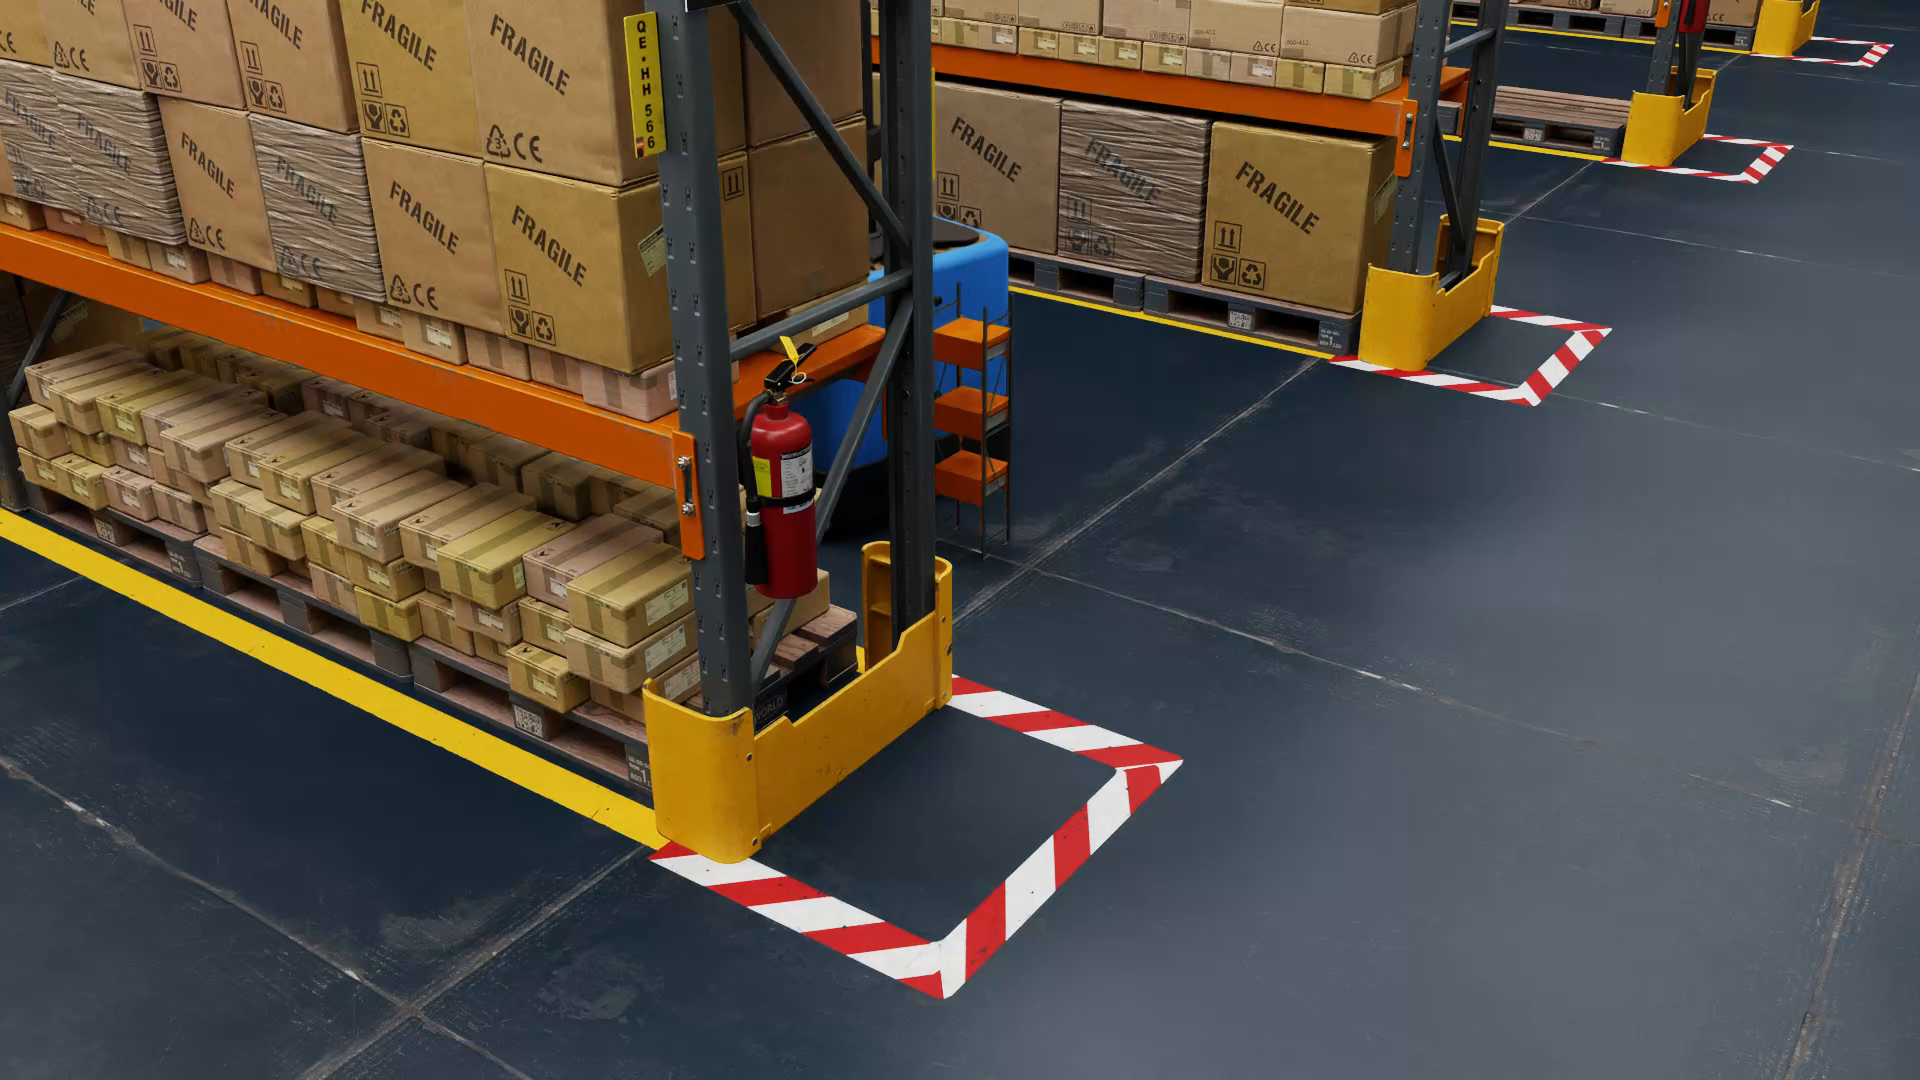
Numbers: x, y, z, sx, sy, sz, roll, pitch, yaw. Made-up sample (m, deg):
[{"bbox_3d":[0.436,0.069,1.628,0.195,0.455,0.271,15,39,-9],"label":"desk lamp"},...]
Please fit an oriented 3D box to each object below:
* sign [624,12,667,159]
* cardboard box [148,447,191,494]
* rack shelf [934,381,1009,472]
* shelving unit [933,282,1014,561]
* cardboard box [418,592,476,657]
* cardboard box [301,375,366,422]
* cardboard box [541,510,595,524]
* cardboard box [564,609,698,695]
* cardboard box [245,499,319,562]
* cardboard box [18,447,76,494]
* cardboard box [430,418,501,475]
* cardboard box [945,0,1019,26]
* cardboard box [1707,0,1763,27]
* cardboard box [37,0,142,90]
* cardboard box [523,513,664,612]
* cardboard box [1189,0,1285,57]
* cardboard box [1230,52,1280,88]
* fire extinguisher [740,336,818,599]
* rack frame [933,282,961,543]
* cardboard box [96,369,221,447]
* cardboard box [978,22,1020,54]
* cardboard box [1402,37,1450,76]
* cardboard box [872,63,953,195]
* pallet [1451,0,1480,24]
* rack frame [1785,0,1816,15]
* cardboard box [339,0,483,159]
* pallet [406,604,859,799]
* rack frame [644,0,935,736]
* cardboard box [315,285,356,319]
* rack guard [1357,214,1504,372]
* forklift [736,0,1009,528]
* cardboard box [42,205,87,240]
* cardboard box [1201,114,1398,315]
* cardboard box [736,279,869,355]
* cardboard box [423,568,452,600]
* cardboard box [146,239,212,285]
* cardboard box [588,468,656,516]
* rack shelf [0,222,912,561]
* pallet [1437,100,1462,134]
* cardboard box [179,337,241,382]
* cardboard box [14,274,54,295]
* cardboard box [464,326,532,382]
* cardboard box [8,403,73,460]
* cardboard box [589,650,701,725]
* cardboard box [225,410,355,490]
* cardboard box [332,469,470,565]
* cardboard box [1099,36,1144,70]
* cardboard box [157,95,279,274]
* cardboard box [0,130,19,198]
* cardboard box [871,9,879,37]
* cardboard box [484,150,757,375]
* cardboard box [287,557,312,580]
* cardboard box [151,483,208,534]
[{"bbox_3d":[-0.741,-1.071,3.923,0.005,0.325,0.100,17,32,30],"label":"sign"},{"bbox_3d":[-2.889,-0.330,6.443,0.250,0.149,0.380,16,31,28],"label":"cardboard box"},{"bbox_3d":[0.044,-0.445,6.490,0.240,0.259,0.215,17,32,30],"label":"rack shelf"},{"bbox_3d":[0.044,-0.454,6.485,0.252,1.050,0.215,17,32,30],"label":"shelving unit"},{"bbox_3d":[-1.612,0.223,5.686,0.250,0.149,0.380,18,32,31],"label":"cardboard box"},{"bbox_3d":[-2.380,-0.589,6.624,0.250,0.149,0.380,16,31,28],"label":"cardboard box"},{"bbox_3d":[-1.293,-0.124,6.039,0.250,0.149,0.380,18,32,32],"label":"cardboard box"},{"bbox_3d":[-1.007,0.305,5.195,0.250,0.149,0.380,16,31,29],"label":"cardboard box"},{"bbox_3d":[-2.314,-0.089,5.970,0.250,0.149,0.380,18,32,31],"label":"cardboard box"},{"bbox_3d":[-3.590,-0.347,6.805,0.250,0.149,0.380,16,31,28],"label":"cardboard box"},{"bbox_3d":[-1.746,-0.391,6.235,0.250,0.149,0.380,18,32,31],"label":"cardboard box"},{"bbox_3d":[0.260,-3.059,9.291,0.500,0.250,0.500,18,32,32],"label":"cardboard box"},{"bbox_3d":[7.505,-5.277,16.084,0.500,0.500,0.500,17,32,30],"label":"cardboard box"},{"bbox_3d":[-2.640,-1.791,5.422,0.500,0.500,0.500,18,32,31],"label":"cardboard box"},{"bbox_3d":[-1.165,0.074,5.321,0.250,0.149,0.380,18,32,31],"label":"cardboard box"},{"bbox_3d":[1.513,-2.667,8.520,0.500,0.250,0.500,17,31,29],"label":"cardboard box"},{"bbox_3d":[1.578,-2.433,8.500,0.250,0.149,0.380,17,32,30],"label":"cardboard box"},{"bbox_3d":[-0.464,-0.179,4.291,0.183,0.674,0.296,17,32,30],"label":"fire extinguisher"},{"bbox_3d":[-0.056,-0.485,6.546,0.008,1.050,0.200,17,32,30],"label":"rack frame"},{"bbox_3d":[-3.111,-0.520,6.490,0.250,0.149,0.380,17,31,30],"label":"cardboard box"},{"bbox_3d":[0.308,-2.827,9.276,0.250,0.149,0.380,18,32,31],"label":"cardboard box"},{"bbox_3d":[2.375,-2.548,8.726,0.250,0.149,0.380,18,32,31],"label":"cardboard box"},{"bbox_3d":[-0.318,-2.513,10.261,0.875,0.875,0.875,17,32,30],"label":"cardboard box"},{"bbox_3d":[5.361,-5.755,17.827,1.213,0.211,1.003,17,32,30],"label":"pallet"},{"bbox_3d":[8.093,-6.148,15.523,0.127,3.000,1.000,17,32,30],"label":"rack frame"},{"bbox_3d":[-1.346,-1.394,4.642,0.500,0.500,0.500,16,31,29],"label":"cardboard box"},{"bbox_3d":[-1.123,0.385,5.762,1.213,0.211,1.003,17,32,30],"label":"pallet"},{"bbox_3d":[-0.411,-0.617,4.655,0.127,3.000,1.000,17,32,30],"label":"rack frame"},{"bbox_3d":[-1.851,-0.847,5.384,0.250,0.149,0.380,16,31,28],"label":"cardboard box"},{"bbox_3d":[2.501,-1.325,8.803,0.348,0.500,1.175,17,32,30],"label":"rack guard"},{"bbox_3d":[-1.148,-1.936,7.322,1.130,2.935,3.031,-23,35,-37],"label":"forklift"},{"bbox_3d":[-3.155,-1.250,6.175,0.250,0.149,0.380,16,31,28],"label":"cardboard box"},{"bbox_3d":[1.908,-1.820,8.899,0.875,0.875,0.875,17,32,30],"label":"cardboard box"},{"bbox_3d":[-0.492,-0.711,5.116,0.250,0.149,0.380,17,32,30],"label":"cardboard box"},{"bbox_3d":[-1.600,0.065,5.668,0.250,0.149,0.380,17,31,30],"label":"cardboard box"},{"bbox_3d":[-2.547,-1.017,5.718,0.250,0.149,0.380,19,33,32],"label":"cardboard box"},{"bbox_3d":[-1.081,-0.199,5.857,0.250,0.149,0.380,17,32,30],"label":"cardboard box"},{"bbox_3d":[-2.059,-0.810,5.827,4.000,0.370,1.077,17,32,30],"label":"rack shelf"},{"bbox_3d":[3.626,-3.594,13.580,1.213,0.211,1.003,17,32,30],"label":"pallet"},{"bbox_3d":[-3.034,-0.781,7.002,0.250,0.149,0.380,18,32,31],"label":"cardboard box"},{"bbox_3d":[-4.167,-1.340,7.542,0.500,0.250,0.500,16,31,28],"label":"cardboard box"},{"bbox_3d":[-1.238,-0.620,4.937,0.250,0.149,0.380,17,32,30],"label":"cardboard box"},{"bbox_3d":[-3.590,-0.480,6.739,0.250,0.149,0.380,19,33,33],"label":"cardboard box"},{"bbox_3d":[-0.963,0.409,5.319,0.250,0.149,0.380,18,32,31],"label":"cardboard box"},{"bbox_3d":[-2.448,-0.327,6.110,0.250,0.149,0.380,16,31,28],"label":"cardboard box"},{"bbox_3d":[-1.881,-0.083,5.631,0.250,0.149,0.380,19,32,32],"label":"cardboard box"},{"bbox_3d":[0.944,-2.630,8.887,0.250,0.149,0.380,17,32,30],"label":"cardboard box"},{"bbox_3d":[-2.177,-1.206,5.374,0.500,0.500,0.500,19,33,33],"label":"cardboard box"},{"bbox_3d":[-3.442,-1.600,6.148,0.500,0.500,0.500,17,31,29],"label":"cardboard box"},{"bbox_3d":[-0.327,-3.025,9.664,0.250,0.149,0.380,18,32,32],"label":"cardboard box"},{"bbox_3d":[-0.927,-0.813,4.602,0.500,0.500,0.500,18,32,31],"label":"cardboard box"},{"bbox_3d":[-2.237,0.010,6.104,0.250,0.149,0.380,18,32,32],"label":"cardboard box"},{"bbox_3d":[-2.898,-0.188,6.492,0.250,0.149,0.380,17,31,29],"label":"cardboard box"}]
